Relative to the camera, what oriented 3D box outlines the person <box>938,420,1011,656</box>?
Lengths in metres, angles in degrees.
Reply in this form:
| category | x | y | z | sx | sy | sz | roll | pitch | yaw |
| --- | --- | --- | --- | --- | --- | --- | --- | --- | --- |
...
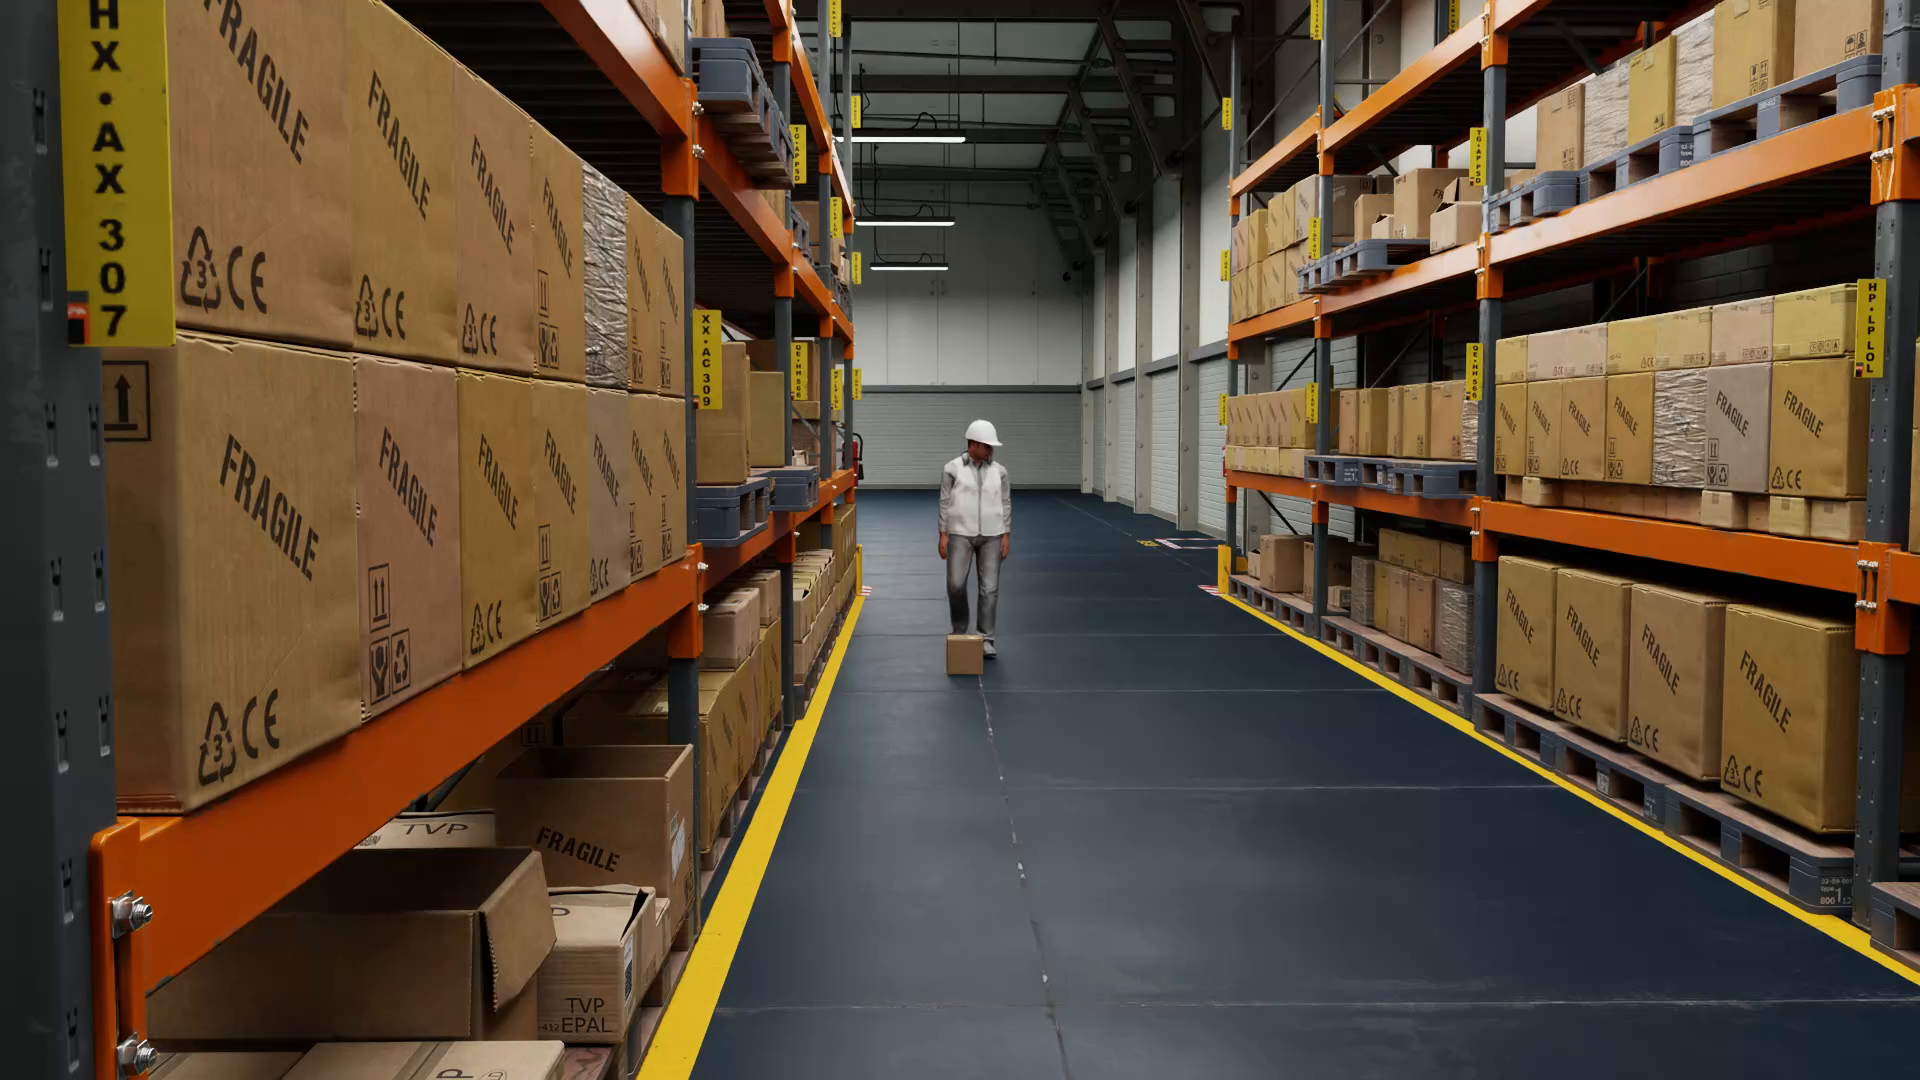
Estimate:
| category | x | y | z | sx | sy | sz | roll | pitch | yaw |
| --- | --- | --- | --- | --- | --- | --- | --- | --- | --- |
| person | 0.133 | -0.019 | 12.508 | 0.561 | 1.766 | 0.440 | -1 | 4 | -12 |
